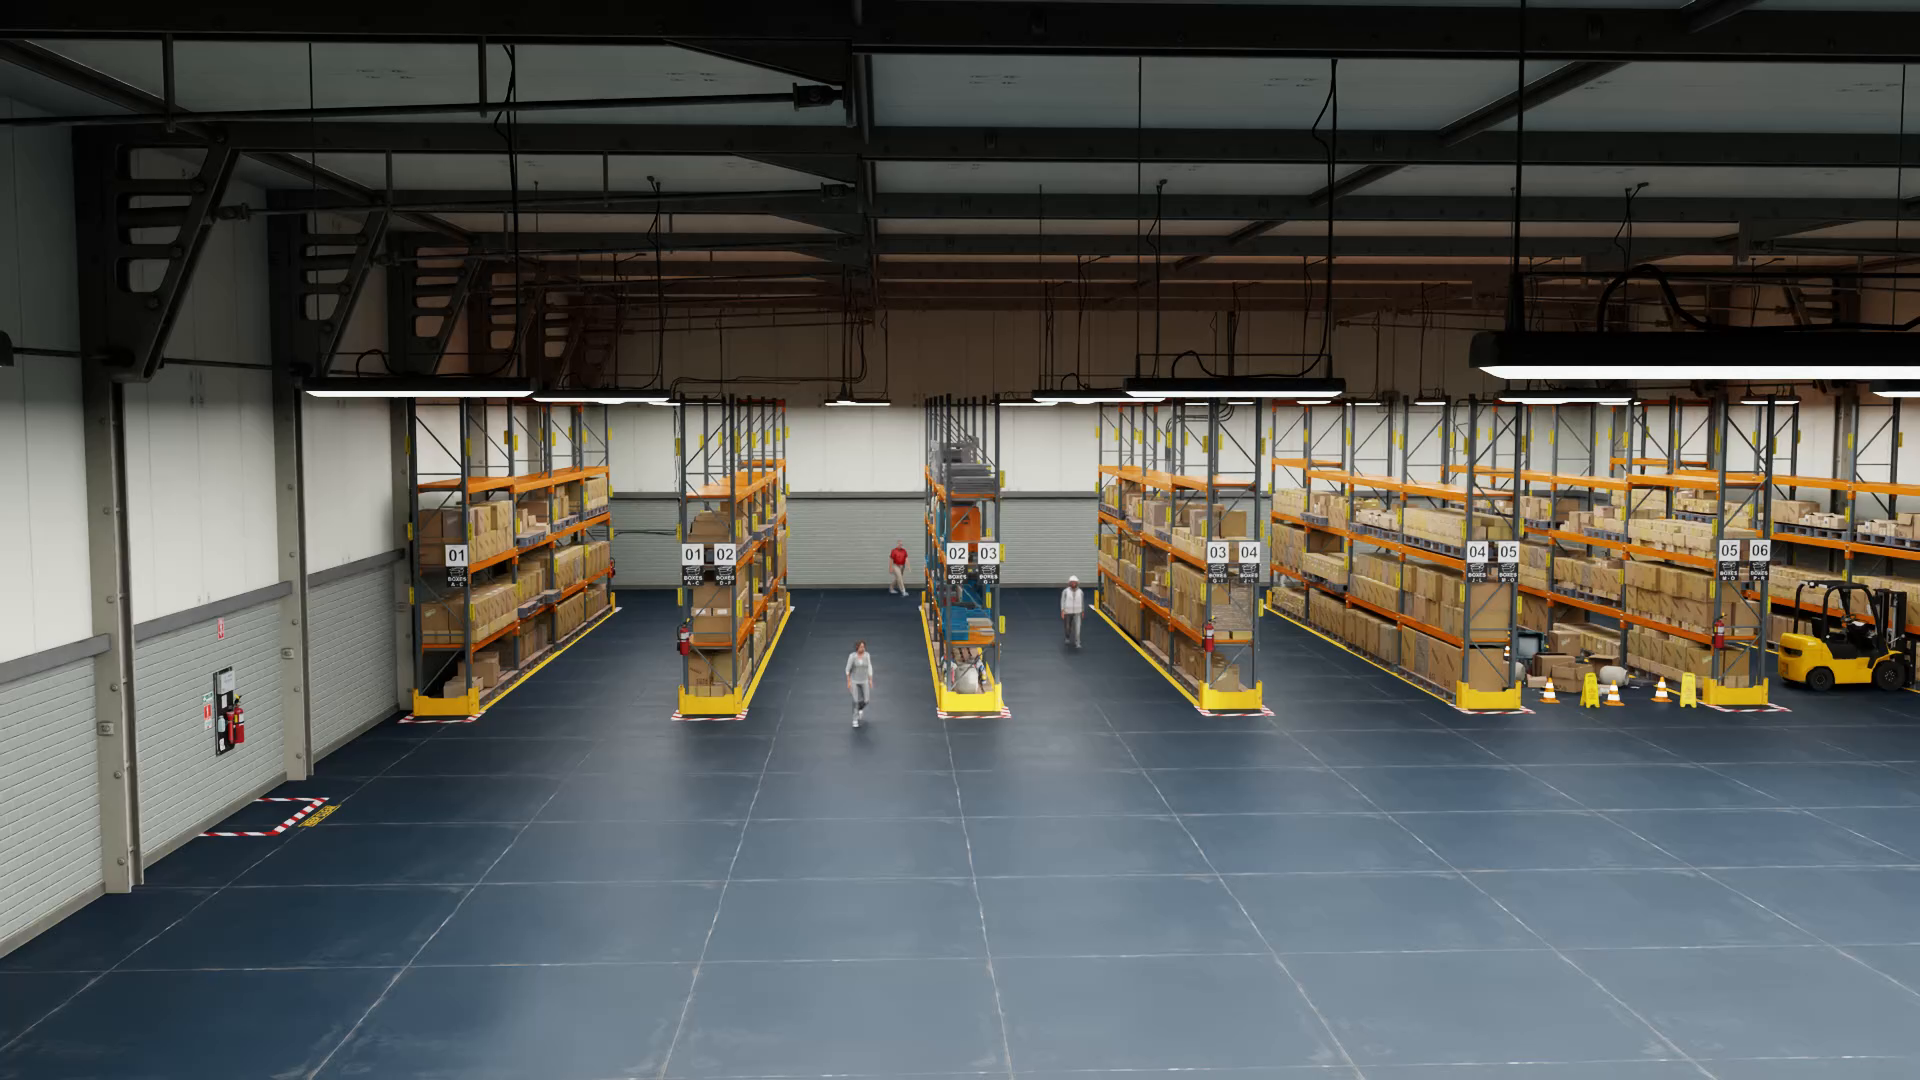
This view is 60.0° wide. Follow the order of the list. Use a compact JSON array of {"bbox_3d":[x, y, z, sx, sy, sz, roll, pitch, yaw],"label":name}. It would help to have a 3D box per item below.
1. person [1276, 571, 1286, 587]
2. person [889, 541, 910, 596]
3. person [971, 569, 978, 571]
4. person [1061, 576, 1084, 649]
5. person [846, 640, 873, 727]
[{"bbox_3d":[9.729,0.903,50.415,0.510,1.604,1.068,3,5,33],"label":"person"},{"bbox_3d":[-1.841,0.844,50.854,0.536,1.650,1.116,-4,6,-44],"label":"person"},{"bbox_3d":[0.444,1.051,48.502,0.695,1.691,0.729,1,5,15],"label":"person"},{"bbox_3d":[2.703,1.718,39.778,0.593,1.717,1.084,0,5,-5],"label":"person"},{"bbox_3d":[-1.837,2.572,30.098,0.481,1.577,0.516,-1,5,-13],"label":"person"}]
